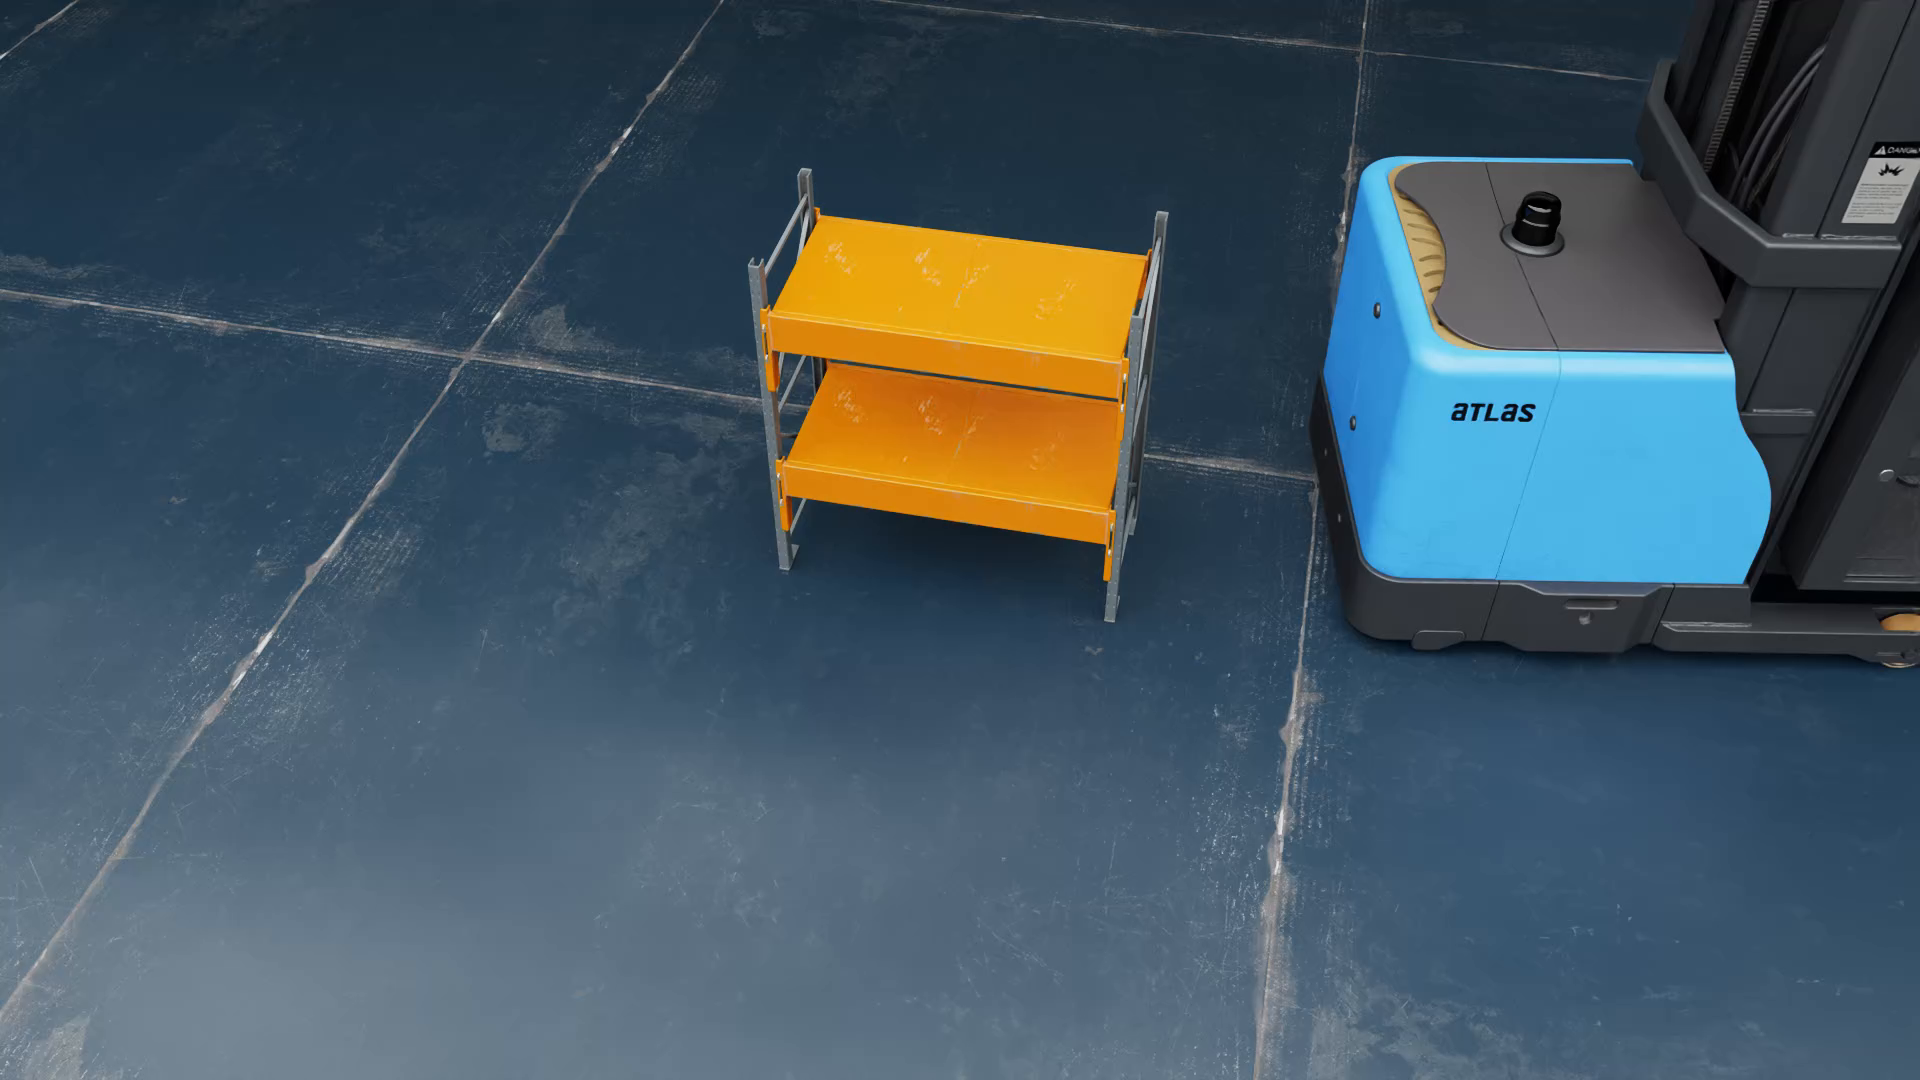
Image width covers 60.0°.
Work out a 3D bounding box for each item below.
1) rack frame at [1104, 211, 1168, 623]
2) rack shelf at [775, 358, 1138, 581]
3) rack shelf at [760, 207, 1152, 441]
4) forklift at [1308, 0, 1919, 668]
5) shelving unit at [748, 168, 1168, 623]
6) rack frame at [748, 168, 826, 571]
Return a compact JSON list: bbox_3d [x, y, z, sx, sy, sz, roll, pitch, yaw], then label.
[{"bbox_3d":[0.503,-0.327,4.779,0.032,1.125,0.500,9,45,9],"label":"rack frame"},{"bbox_3d":[0.007,-0.228,5.028,1.000,0.278,0.538,9,45,9],"label":"rack shelf"},{"bbox_3d":[0.007,-0.615,4.656,1.000,0.278,0.538,9,45,9],"label":"rack shelf"},{"bbox_3d":[2.664,-1.055,4.233,3.031,2.935,1.130,1,44,1],"label":"forklift"},{"bbox_3d":[0.007,-0.404,4.859,1.048,1.125,0.538,9,45,9],"label":"shelving unit"},{"bbox_3d":[-0.489,-0.481,4.939,0.032,1.125,0.500,9,45,9],"label":"rack frame"}]
